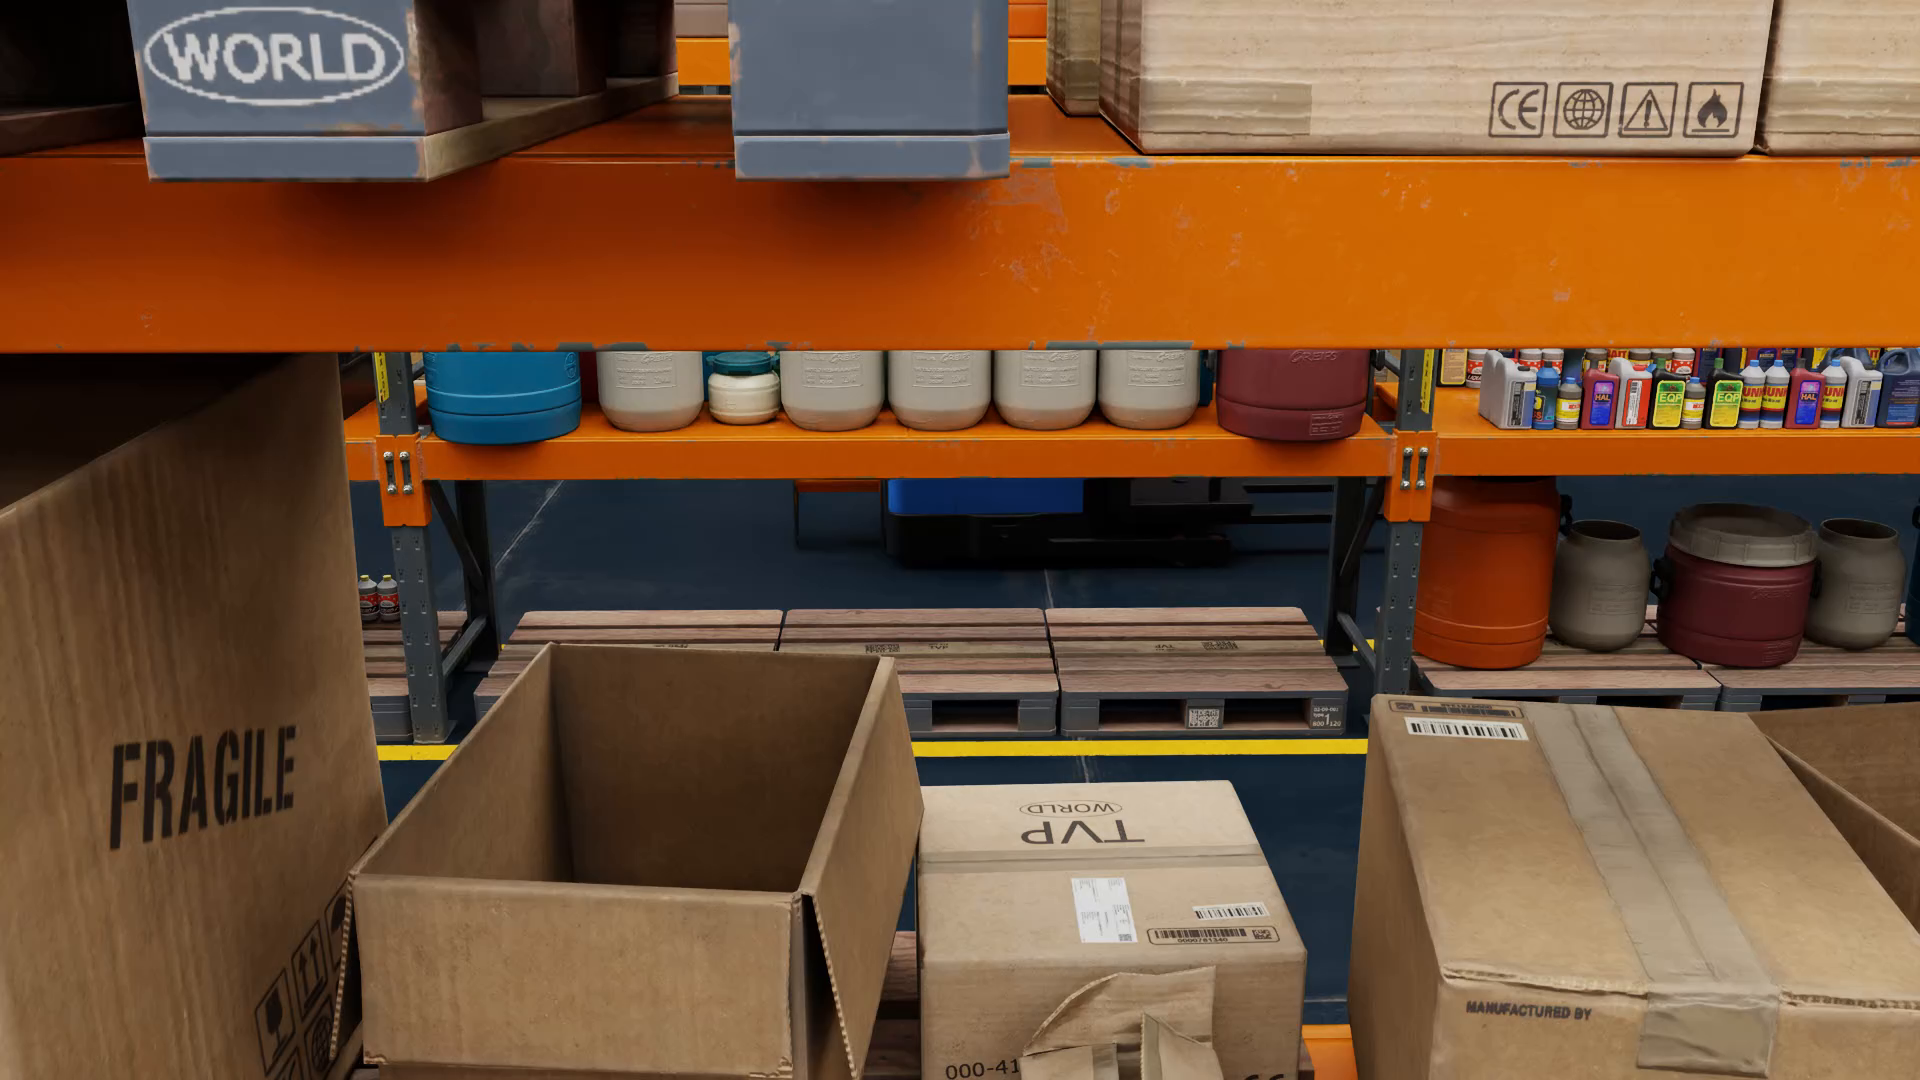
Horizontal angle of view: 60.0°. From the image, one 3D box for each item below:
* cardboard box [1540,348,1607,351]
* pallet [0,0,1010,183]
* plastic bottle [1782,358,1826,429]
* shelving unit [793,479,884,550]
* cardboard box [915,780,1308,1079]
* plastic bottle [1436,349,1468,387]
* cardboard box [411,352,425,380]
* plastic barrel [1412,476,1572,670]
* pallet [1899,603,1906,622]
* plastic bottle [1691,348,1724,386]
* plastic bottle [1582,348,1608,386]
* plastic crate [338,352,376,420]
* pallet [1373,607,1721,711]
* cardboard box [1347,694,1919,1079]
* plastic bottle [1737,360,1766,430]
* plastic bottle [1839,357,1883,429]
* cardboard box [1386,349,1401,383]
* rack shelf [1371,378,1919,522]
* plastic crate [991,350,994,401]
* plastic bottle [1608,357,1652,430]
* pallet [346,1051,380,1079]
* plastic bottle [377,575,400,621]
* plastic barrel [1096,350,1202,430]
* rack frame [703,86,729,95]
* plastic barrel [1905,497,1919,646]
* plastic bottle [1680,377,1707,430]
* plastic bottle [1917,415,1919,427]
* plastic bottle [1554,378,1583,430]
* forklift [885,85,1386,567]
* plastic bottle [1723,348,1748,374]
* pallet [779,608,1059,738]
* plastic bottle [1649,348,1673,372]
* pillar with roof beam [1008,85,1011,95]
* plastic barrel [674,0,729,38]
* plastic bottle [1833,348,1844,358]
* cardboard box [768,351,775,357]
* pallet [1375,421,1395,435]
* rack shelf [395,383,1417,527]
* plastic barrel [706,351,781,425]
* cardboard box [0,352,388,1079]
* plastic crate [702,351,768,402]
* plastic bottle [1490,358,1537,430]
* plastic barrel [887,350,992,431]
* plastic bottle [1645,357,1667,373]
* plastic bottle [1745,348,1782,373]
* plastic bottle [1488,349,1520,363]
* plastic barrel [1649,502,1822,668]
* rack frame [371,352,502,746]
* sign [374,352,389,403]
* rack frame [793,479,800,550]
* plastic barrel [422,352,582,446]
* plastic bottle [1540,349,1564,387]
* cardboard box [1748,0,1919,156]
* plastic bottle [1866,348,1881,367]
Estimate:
[{"bbox_3d":[4.230,-1.208,11.773,0.500,0.500,0.500,0,18,0],"label":"cardboard box"},{"bbox_3d":[-0.475,-0.532,1.691,1.003,0.211,1.213,0,18,-1],"label":"pallet"},{"bbox_3d":[3.384,-0.588,6.660,0.133,0.283,0.061,0,18,-1],"label":"plastic bottle"},{"bbox_3d":[-0.685,-0.558,9.322,0.503,1.200,0.258,-1,18,-3],"label":"shelving unit"},{"bbox_3d":[0.189,0.574,2.406,0.500,0.250,0.500,-1,18,-2],"label":"cardboard box"},{"bbox_3d":[2.188,-0.825,7.400,0.133,0.283,0.061,0,18,-1],"label":"plastic bottle"},{"bbox_3d":[-3.744,-1.418,11.644,0.500,0.500,0.500,0,18,-1],"label":"cardboard box"},{"bbox_3d":[2.279,0.078,7.260,0.708,0.830,0.600,0,18,-1],"label":"plastic barrel"},{"bbox_3d":[5.017,0.551,7.484,1.213,0.211,1.003,0,18,-1],"label":"pallet"},{"bbox_3d":[3.331,-0.830,7.417,0.133,0.283,0.061,0,18,-1],"label":"plastic bottle"},{"bbox_3d":[2.826,-0.783,7.404,0.097,0.201,0.097,0,18,0],"label":"plastic bottle"},{"bbox_3d":[-2.735,-0.736,7.032,0.504,0.338,0.767,0,18,-1],"label":"plastic crate"},{"bbox_3d":[2.578,0.563,7.447,1.213,0.211,1.003,0,18,-1],"label":"pallet"},{"bbox_3d":[0.772,0.565,2.025,0.500,0.500,0.700,2,18,7],"label":"cardboard box"},{"bbox_3d":[3.171,-0.587,6.676,0.097,0.271,0.097,0,18,0],"label":"plastic bottle"},{"bbox_3d":[3.615,-0.599,6.708,0.135,0.276,0.152,0,18,-1],"label":"plastic bottle"},{"bbox_3d":[3.200,-1.200,11.751,0.500,0.500,0.500,-1,18,-2],"label":"cardboard box"},{"bbox_3d":[3.790,-0.415,7.109,4.000,0.370,1.077,0,18,-1],"label":"rack shelf"},{"bbox_3d":[0.170,-0.864,7.227,0.583,0.464,0.402,0,18,-1],"label":"plastic crate"},{"bbox_3d":[2.691,-0.595,6.694,0.135,0.276,0.152,0,18,-1],"label":"plastic bottle"},{"bbox_3d":[-1.365,0.916,2.096,1.213,0.211,1.003,0,18,-1],"label":"pallet"},{"bbox_3d":[-2.636,0.262,7.681,0.097,0.201,0.097,0,18,0],"label":"plastic bottle"},{"bbox_3d":[0.765,-0.731,6.734,0.421,0.512,0.421,0,18,0],"label":"plastic barrel"},{"bbox_3d":[-2.366,-3.755,16.342,0.127,3.000,1.000,0,18,-1],"label":"rack frame"},{"bbox_3d":[4.537,0.032,7.283,0.708,0.901,0.600,0,18,-1],"label":"plastic barrel"},{"bbox_3d":[2.940,-0.552,6.683,0.097,0.201,0.097,0,18,0],"label":"plastic bottle"},{"bbox_3d":[3.934,-0.590,6.668,0.133,0.283,0.061,0,18,-1],"label":"plastic bottle"},{"bbox_3d":[2.442,-0.550,6.676,0.097,0.201,0.097,0,18,0],"label":"plastic bottle"},{"bbox_3d":[1.092,-1.412,9.152,3.031,2.935,1.130,-1,18,-3],"label":"forklift"},{"bbox_3d":[3.490,-0.851,7.369,0.185,0.351,0.144,0,18,-1],"label":"plastic bottle"},{"bbox_3d":[-0.202,0.576,7.405,1.213,0.211,1.003,0,18,-1],"label":"pallet"},{"bbox_3d":[3.118,-0.785,7.409,0.097,0.201,0.097,0,18,0],"label":"plastic bottle"},{"bbox_3d":[0.388,-5.574,12.191,0.400,9.000,9.100,0,18,-1],"label":"pillar with roof beam"},{"bbox_3d":[-1.050,-2.468,6.599,0.600,0.901,0.600,0,18,0],"label":"plastic barrel"},{"bbox_3d":[3.854,-0.778,7.272,0.097,0.271,0.097,0,18,0],"label":"plastic bottle"},{"bbox_3d":[-1.366,-1.326,11.667,0.500,0.311,0.500,0,18,-2],"label":"cardboard box"},{"bbox_3d":[2.463,-0.925,12.087,1.213,0.211,1.003,0,18,-1],"label":"pallet"},{"bbox_3d":[-0.210,-0.396,7.049,4.000,0.370,1.077,0,18,-1],"label":"rack shelf"},{"bbox_3d":[-0.884,-0.623,6.804,0.301,0.262,0.301,0,18,0],"label":"plastic barrel"},{"bbox_3d":[-1.335,0.337,1.917,1.000,1.000,1.000,0,18,0],"label":"cardboard box"},{"bbox_3d":[-1.111,-0.822,7.225,0.575,0.384,0.392,0,18,-1],"label":"plastic crate"},{"bbox_3d":[2.228,-0.593,6.687,0.135,0.276,0.152,0,18,-1],"label":"plastic bottle"},{"bbox_3d":[-0.083,-0.737,6.712,0.433,0.535,0.433,0,18,0],"label":"plastic barrel"},{"bbox_3d":[2.806,-0.603,6.728,0.097,0.271,0.097,0,18,0],"label":"plastic bottle"},{"bbox_3d":[3.518,-0.787,7.282,0.133,0.283,0.061,0,18,-1],"label":"plastic bottle"},{"bbox_3d":[2.419,-0.826,7.403,0.133,0.283,0.061,0,18,-1],"label":"plastic bottle"},{"bbox_3d":[3.408,0.187,7.314,0.708,0.588,0.600,0,18,-1],"label":"plastic barrel"},{"bbox_3d":[-2.209,-0.729,6.909,0.127,3.000,1.000,0,18,-1],"label":"rack frame"},{"bbox_3d":[-2.212,-0.693,6.343,0.005,0.325,0.100,0,18,-1],"label":"sign"},{"bbox_3d":[-0.929,-0.554,9.310,0.015,1.200,0.240,-1,18,-3],"label":"rack frame"},{"bbox_3d":[-1.818,-0.877,6.550,0.708,0.901,0.600,0,18,-1],"label":"plastic barrel"},{"bbox_3d":[2.632,-0.782,7.401,0.097,0.201,0.097,0,18,0],"label":"plastic bottle"},{"bbox_3d":[0.901,-0.509,1.558,0.500,0.250,0.500,0,18,-1],"label":"cardboard box"},{"bbox_3d":[4.047,-0.823,7.412,0.097,0.271,0.097,0,18,0],"label":"plastic bottle"}]
